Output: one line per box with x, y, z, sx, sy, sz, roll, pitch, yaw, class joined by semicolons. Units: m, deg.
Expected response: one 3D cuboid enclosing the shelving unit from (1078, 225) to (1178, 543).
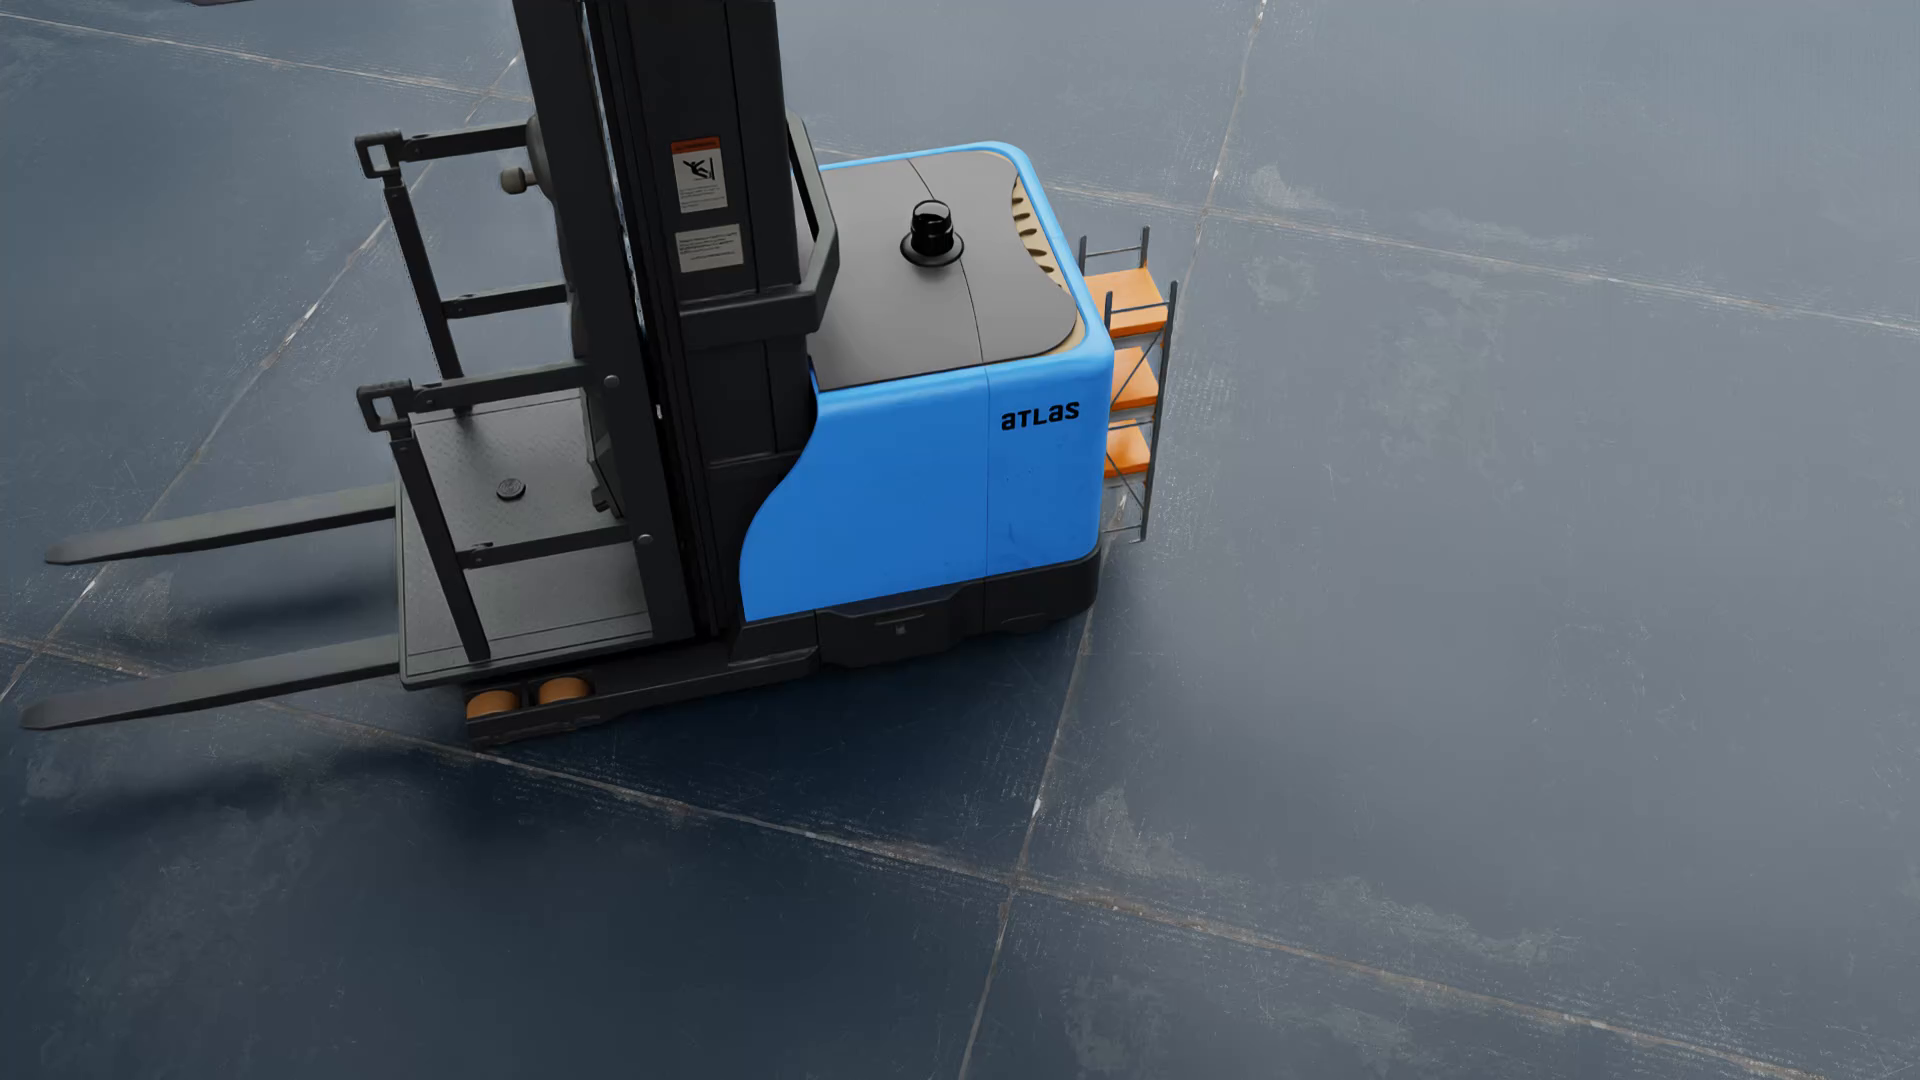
0.458;-0.418;4.919;0.215;1.050;0.252;-10;49;-9;shelving unit

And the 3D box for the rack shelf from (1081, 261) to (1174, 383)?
0.458;-0.599;4.714;0.215;0.259;0.240;-10;49;-9;rack shelf

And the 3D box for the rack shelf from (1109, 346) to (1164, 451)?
0.458;-0.411;4.927;0.215;0.259;0.240;-10;49;-9;rack shelf

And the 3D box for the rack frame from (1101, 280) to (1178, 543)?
0.487;-0.330;4.840;0.200;1.050;0.008;-10;49;-9;rack frame

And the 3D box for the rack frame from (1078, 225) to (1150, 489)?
0.429;-0.507;4.997;0.200;1.050;0.008;-10;49;-9;rack frame

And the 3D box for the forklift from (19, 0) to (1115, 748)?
-1.159;-0.827;4.025;3.031;2.935;1.130;-10;49;-9;forklift

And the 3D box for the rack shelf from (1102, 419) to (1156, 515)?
0.458;-0.227;5.135;0.215;0.259;0.240;-10;49;-9;rack shelf
